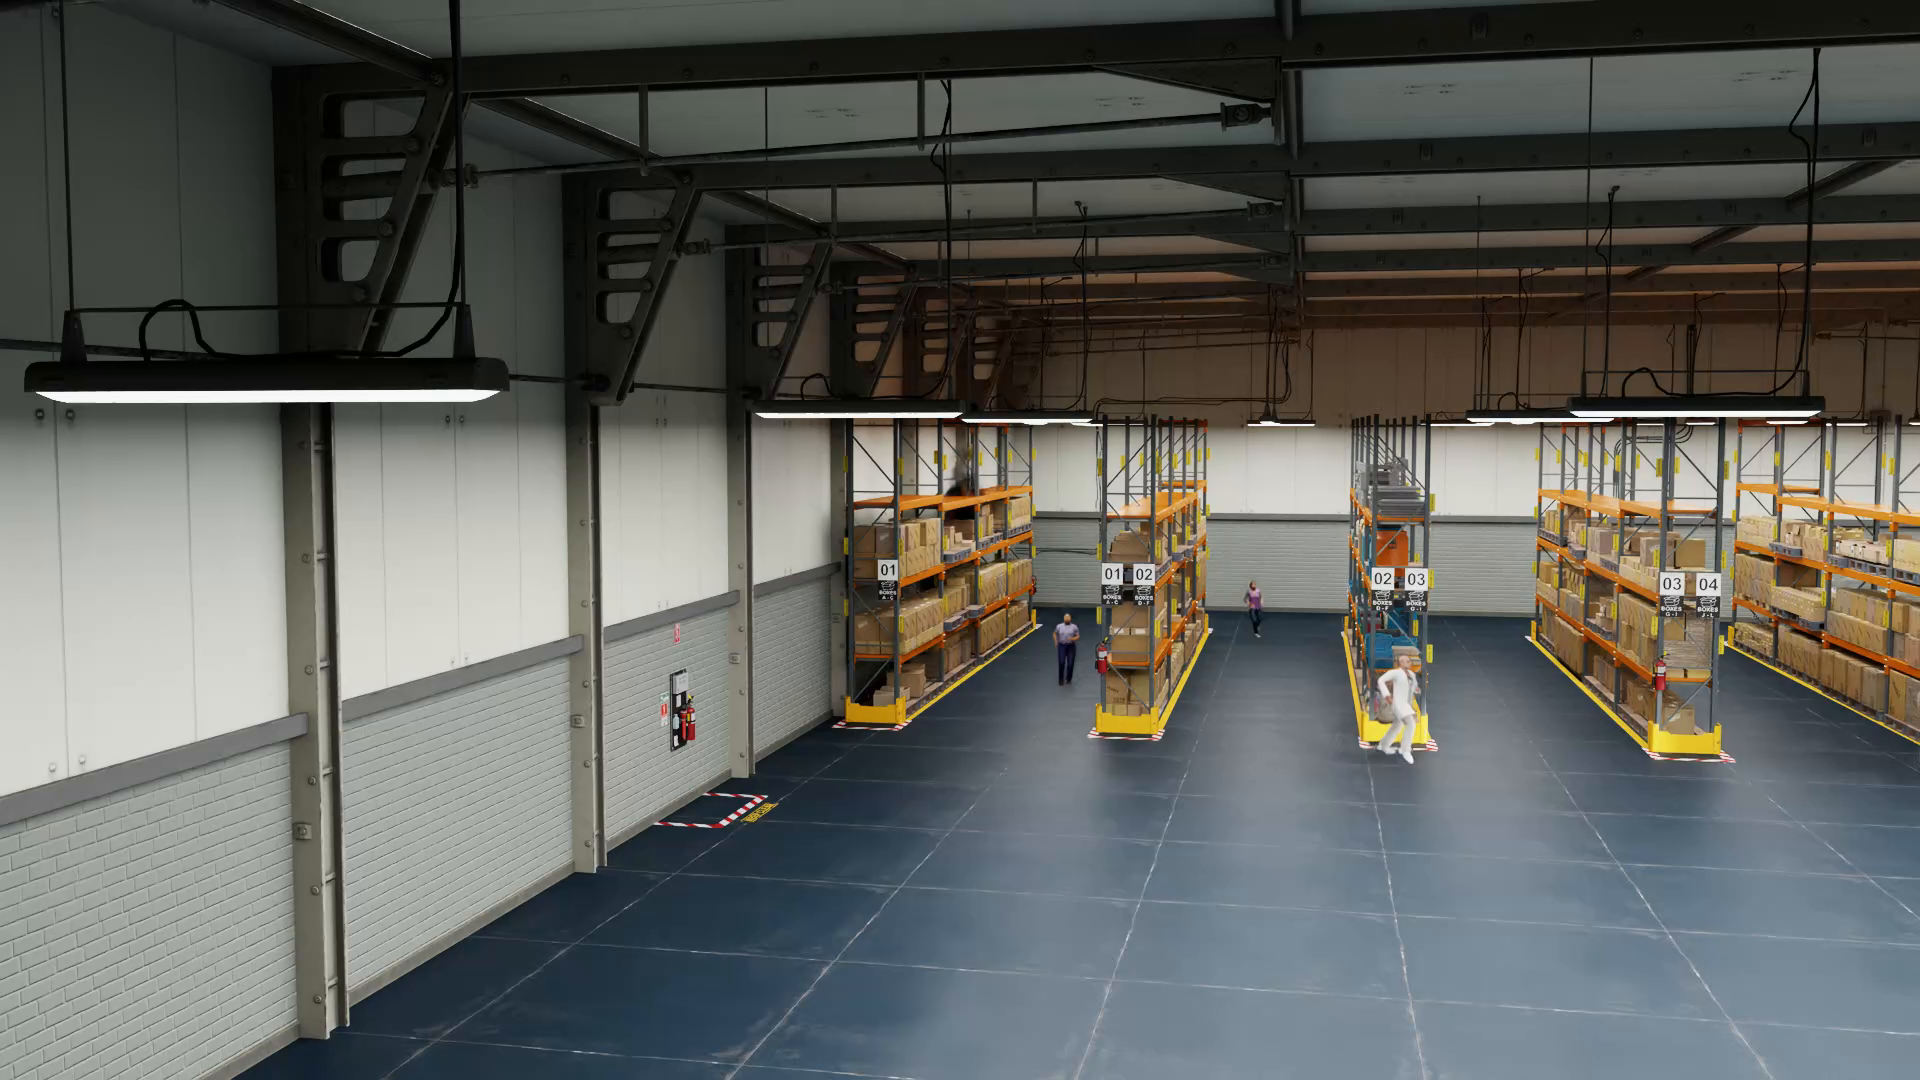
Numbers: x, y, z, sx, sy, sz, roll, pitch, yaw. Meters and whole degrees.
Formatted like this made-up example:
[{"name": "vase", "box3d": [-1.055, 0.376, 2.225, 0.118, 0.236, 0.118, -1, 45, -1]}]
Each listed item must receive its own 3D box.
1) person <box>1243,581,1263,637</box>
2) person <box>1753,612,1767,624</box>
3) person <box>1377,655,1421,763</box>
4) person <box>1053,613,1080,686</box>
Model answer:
[{"name": "person", "box3d": [8.090, 1.901, 45.773, 0.572, 1.548, 0.484, 0, 4, -5]}, {"name": "person", "box3d": [21.722, 1.878, 44.840, 0.675, 1.721, 0.703, 0, 4, 1]}, {"name": "person", "box3d": [7.652, 2.905, 28.931, 0.792, 1.812, 0.684, 4, 5, 43]}, {"name": "person", "box3d": [2.358, 2.428, 36.847, 0.582, 1.621, 0.641, 0, 4, 3]}]
